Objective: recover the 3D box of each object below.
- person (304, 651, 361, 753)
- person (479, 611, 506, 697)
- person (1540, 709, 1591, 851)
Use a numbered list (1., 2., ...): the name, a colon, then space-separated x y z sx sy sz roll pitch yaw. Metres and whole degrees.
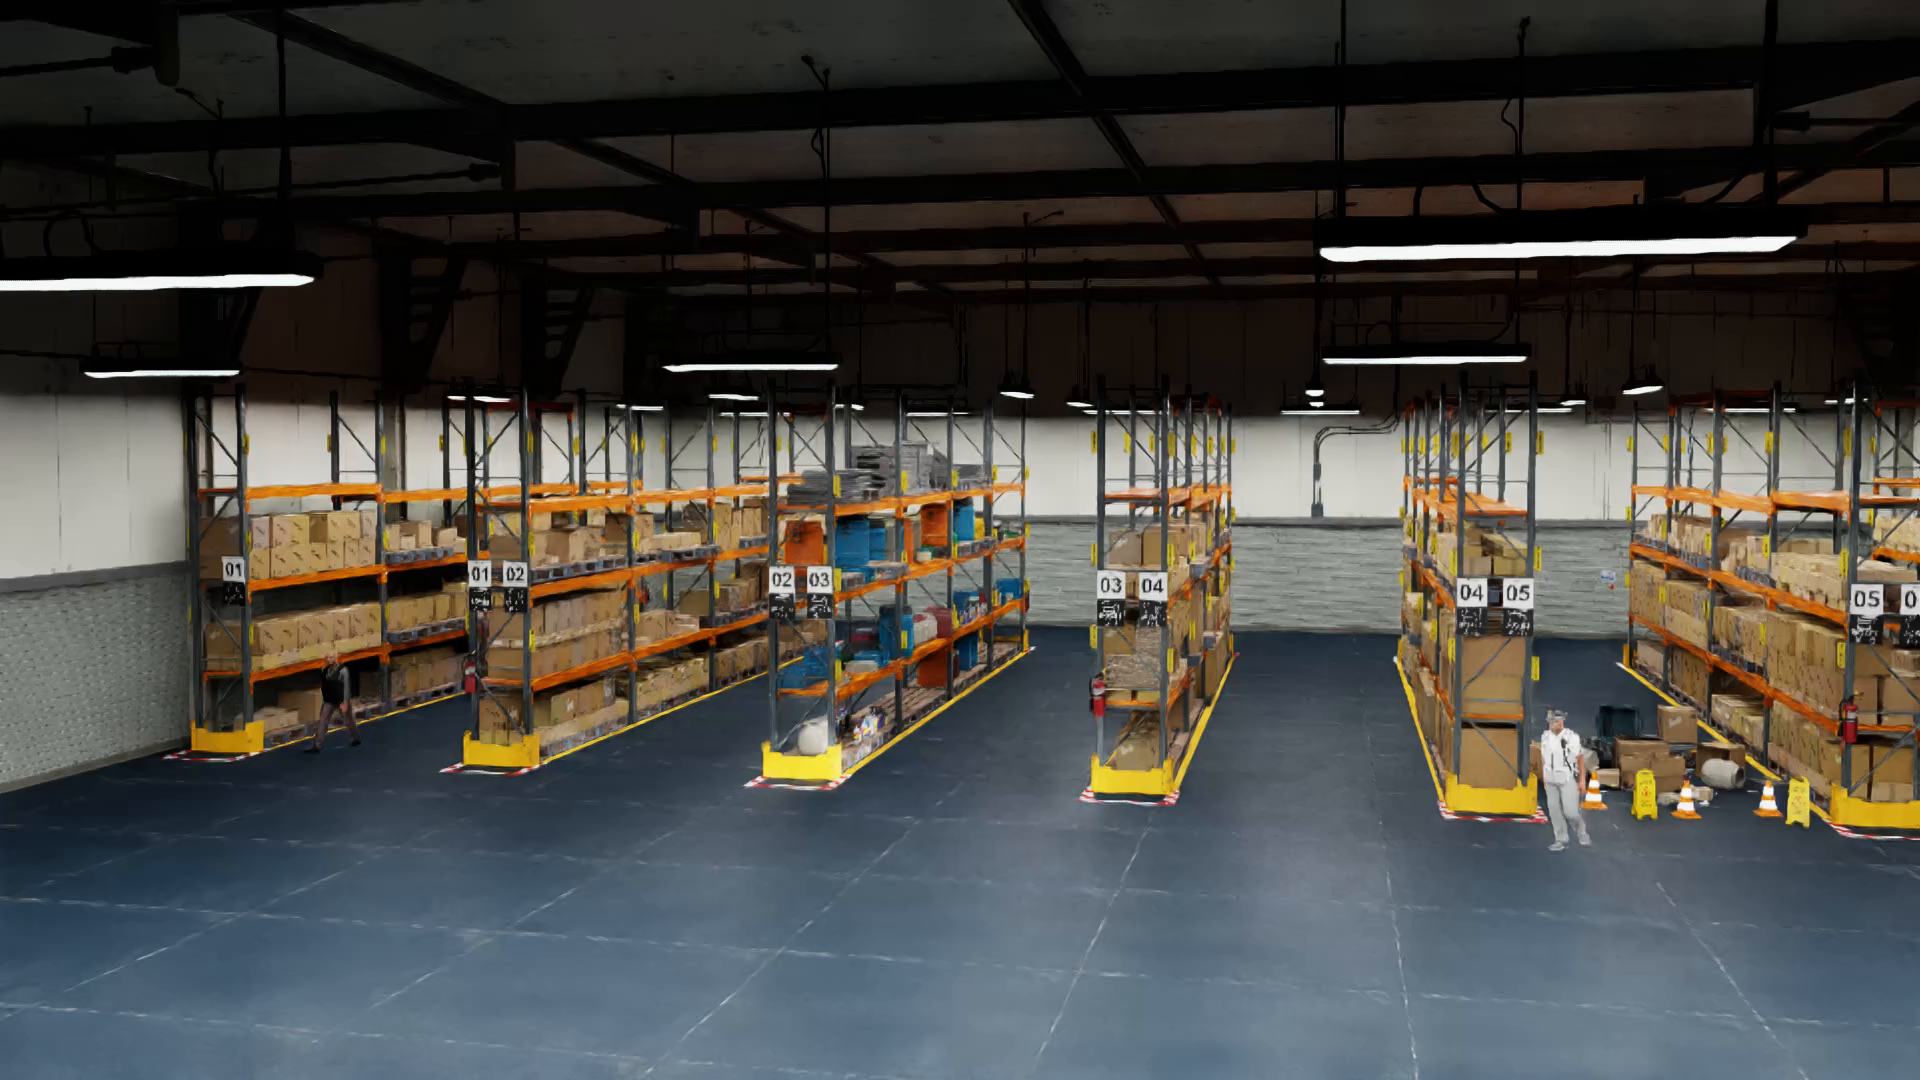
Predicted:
1. person: -10.173 2.615 27.078 0.547 1.639 1.110 1 3 15
2. person: -9.328 2.202 33.068 0.522 1.788 0.653 -1 3 -10
3. person: 7.490 2.953 20.572 0.560 1.750 0.599 -3 4 -40
